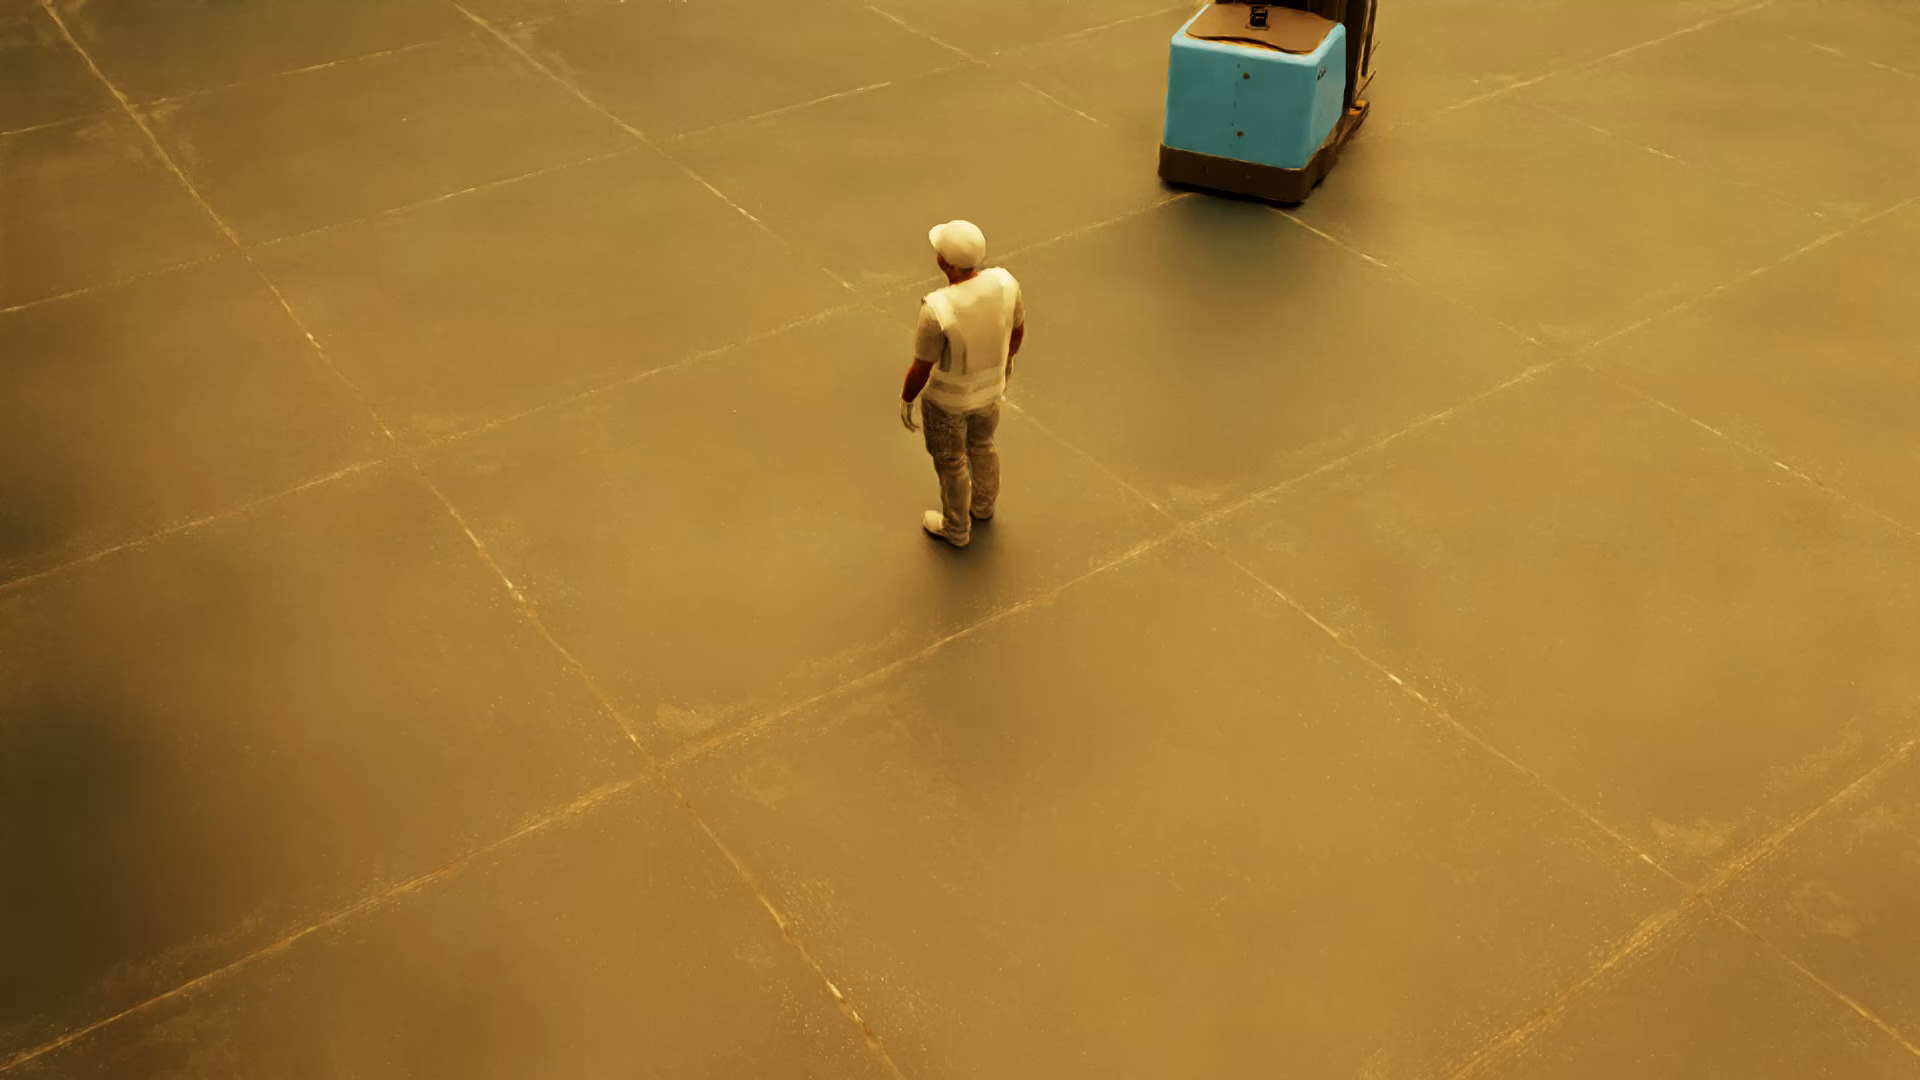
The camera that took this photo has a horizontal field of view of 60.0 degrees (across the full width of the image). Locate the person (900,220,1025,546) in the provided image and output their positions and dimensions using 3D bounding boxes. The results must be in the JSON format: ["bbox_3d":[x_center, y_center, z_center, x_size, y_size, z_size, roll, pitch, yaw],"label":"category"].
[{"bbox_3d":[-0.035,-0.760,7.927,0.655,1.782,0.576,-23,42,-28],"label":"person"}]

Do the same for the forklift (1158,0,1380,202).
[{"bbox_3d":[2.485,-4.369,11.854,1.130,2.935,3.031,15,39,20],"label":"forklift"}]
